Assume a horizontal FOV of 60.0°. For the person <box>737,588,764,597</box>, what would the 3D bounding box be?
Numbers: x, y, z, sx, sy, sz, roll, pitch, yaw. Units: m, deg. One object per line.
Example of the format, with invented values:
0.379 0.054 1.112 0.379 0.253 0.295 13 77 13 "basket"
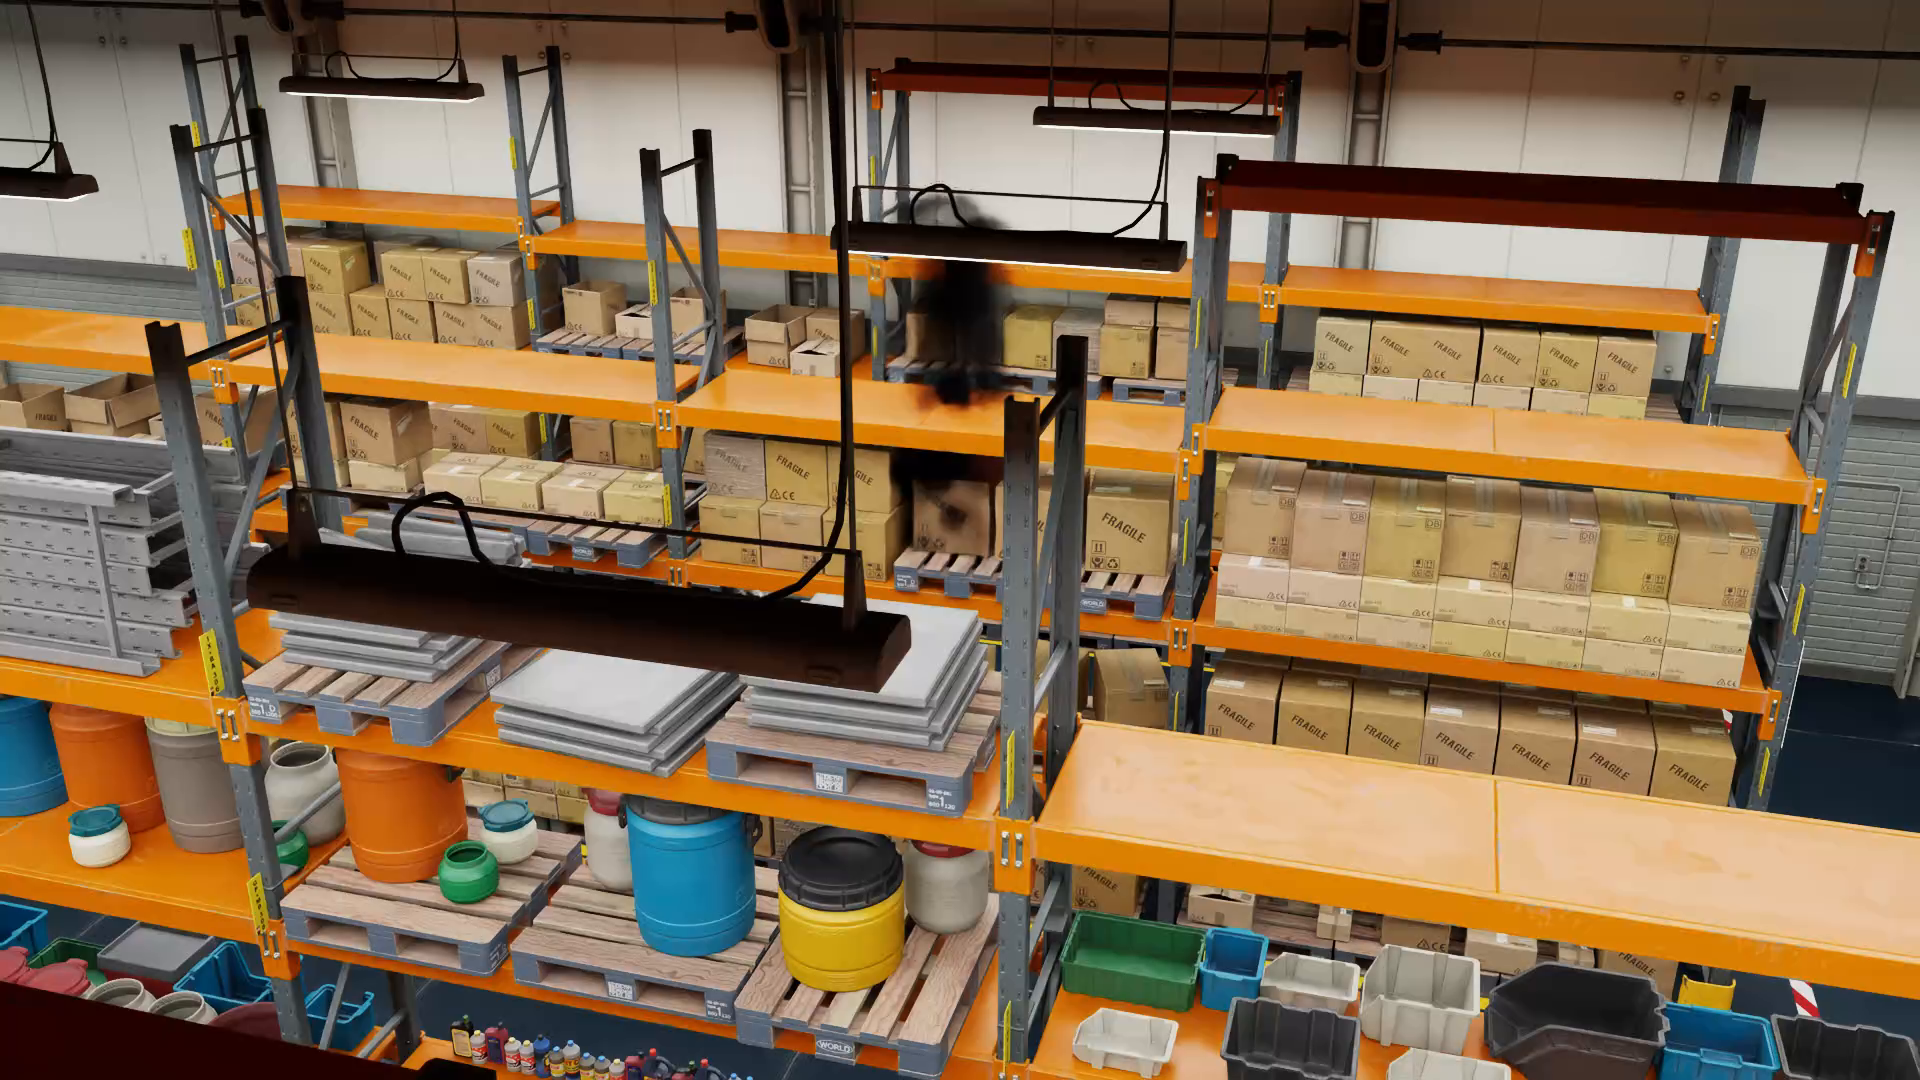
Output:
-2.012 0.905 16.493 0.875 1.609 0.536 4 23 9 "person"
